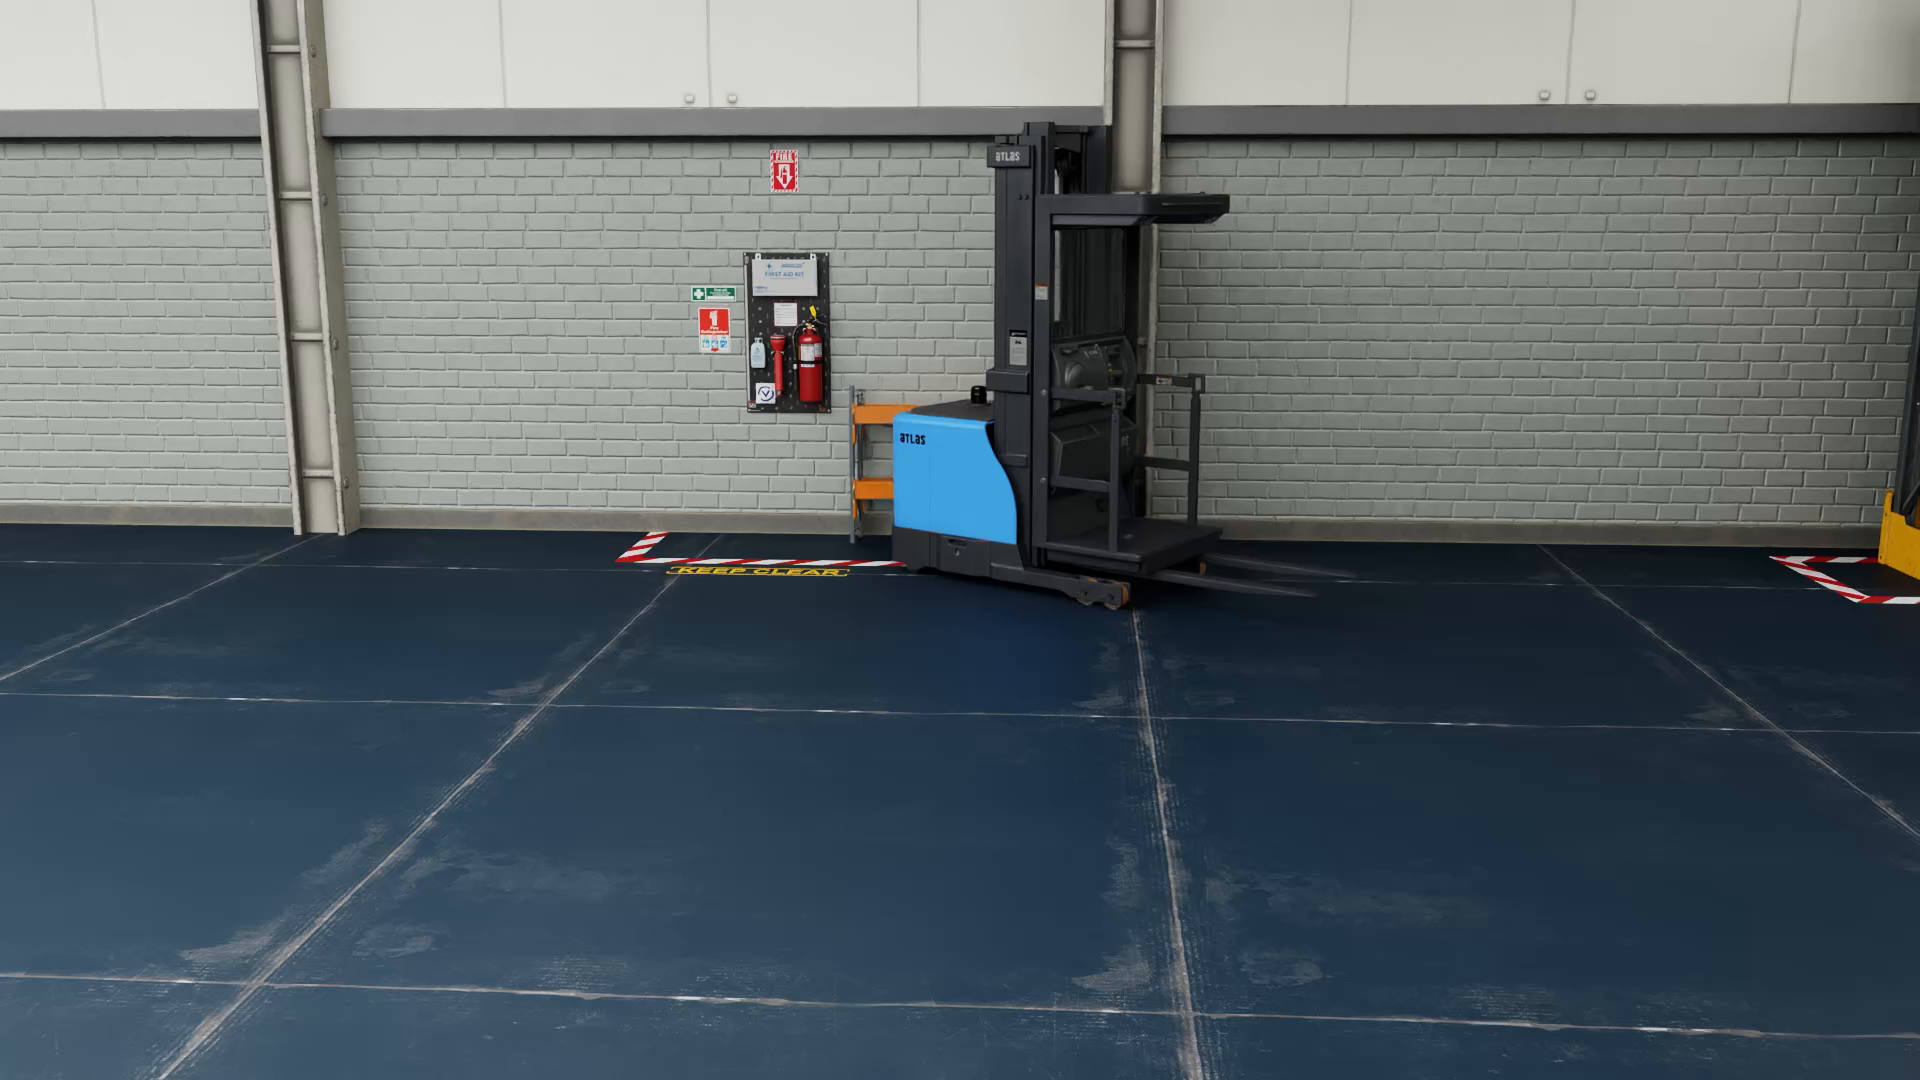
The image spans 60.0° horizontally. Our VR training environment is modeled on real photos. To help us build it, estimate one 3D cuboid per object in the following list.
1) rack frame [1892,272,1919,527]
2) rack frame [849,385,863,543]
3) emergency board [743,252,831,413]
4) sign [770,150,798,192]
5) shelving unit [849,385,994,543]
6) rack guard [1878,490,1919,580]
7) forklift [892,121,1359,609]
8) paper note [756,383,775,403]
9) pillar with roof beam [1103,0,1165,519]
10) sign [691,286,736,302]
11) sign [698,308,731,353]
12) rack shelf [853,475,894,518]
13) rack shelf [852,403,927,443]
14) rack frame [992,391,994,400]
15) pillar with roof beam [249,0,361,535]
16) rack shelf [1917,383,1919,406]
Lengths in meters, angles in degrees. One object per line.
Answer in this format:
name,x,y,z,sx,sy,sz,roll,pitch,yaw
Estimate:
rack frame,6.431,-1.207,10.711,0.127,3.000,1.000,1,12,4
rack frame,-0.754,-0.561,12.081,0.032,1.125,0.500,0,6,4
emergency board,-1.263,-1.498,12.102,0.643,1.169,0.194,1,12,4
sign,-1.264,-2.653,11.962,0.199,0.298,0.001,1,12,4
shelving unit,-0.247,-0.559,12.049,1.048,1.125,0.538,0,6,4
rack guard,6.507,0.018,10.962,0.348,0.500,1.175,1,12,4
forklift,1.025,-1.131,10.514,3.031,2.935,1.130,9,15,36
paper note,-1.435,-1.083,12.271,0.142,0.148,0.016,1,12,4
pillar with roof beam,0.913,-3.513,7.084,0.400,9.000,9.100,1,12,4
sign,-1.803,-1.801,12.172,0.331,0.109,0.001,1,12,4
sign,-1.807,-1.544,12.235,0.234,0.329,0.001,1,12,4
rack shelf,-0.246,-0.316,12.072,1.000,0.278,0.538,0,6,4
rack shelf,-0.248,-0.851,12.020,1.000,0.278,0.538,0,6,4
rack frame,0.260,-0.558,12.017,0.032,1.125,0.500,0,6,4
pillar with roof beam,-5.074,-3.595,7.477,0.400,9.000,9.100,1,12,4
rack shelf,8.427,-0.827,10.654,4.000,0.370,1.077,1,12,4
